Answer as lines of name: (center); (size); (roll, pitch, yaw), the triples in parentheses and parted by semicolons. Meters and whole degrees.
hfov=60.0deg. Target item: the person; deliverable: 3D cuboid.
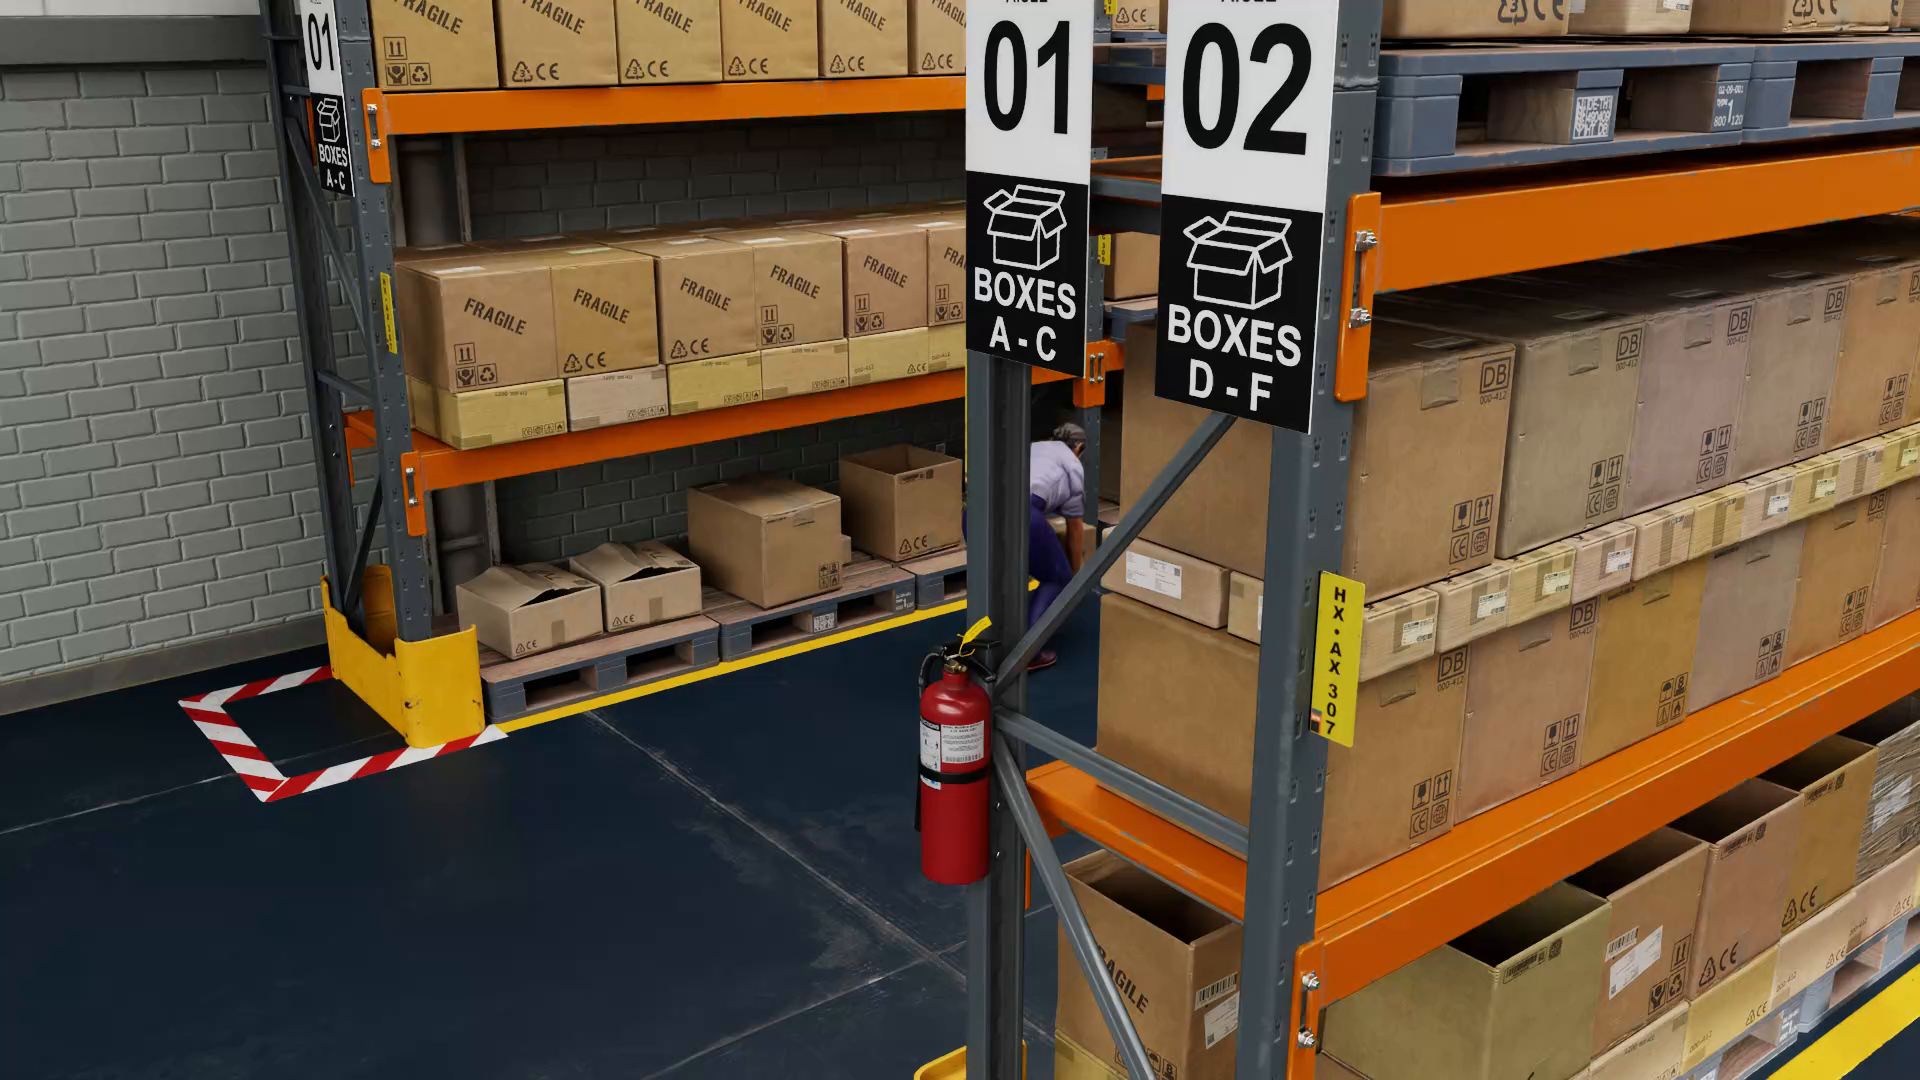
person: (0.370, -0.001, 8.330); (0.495, 1.061, 0.877); (12, 21, 33)
